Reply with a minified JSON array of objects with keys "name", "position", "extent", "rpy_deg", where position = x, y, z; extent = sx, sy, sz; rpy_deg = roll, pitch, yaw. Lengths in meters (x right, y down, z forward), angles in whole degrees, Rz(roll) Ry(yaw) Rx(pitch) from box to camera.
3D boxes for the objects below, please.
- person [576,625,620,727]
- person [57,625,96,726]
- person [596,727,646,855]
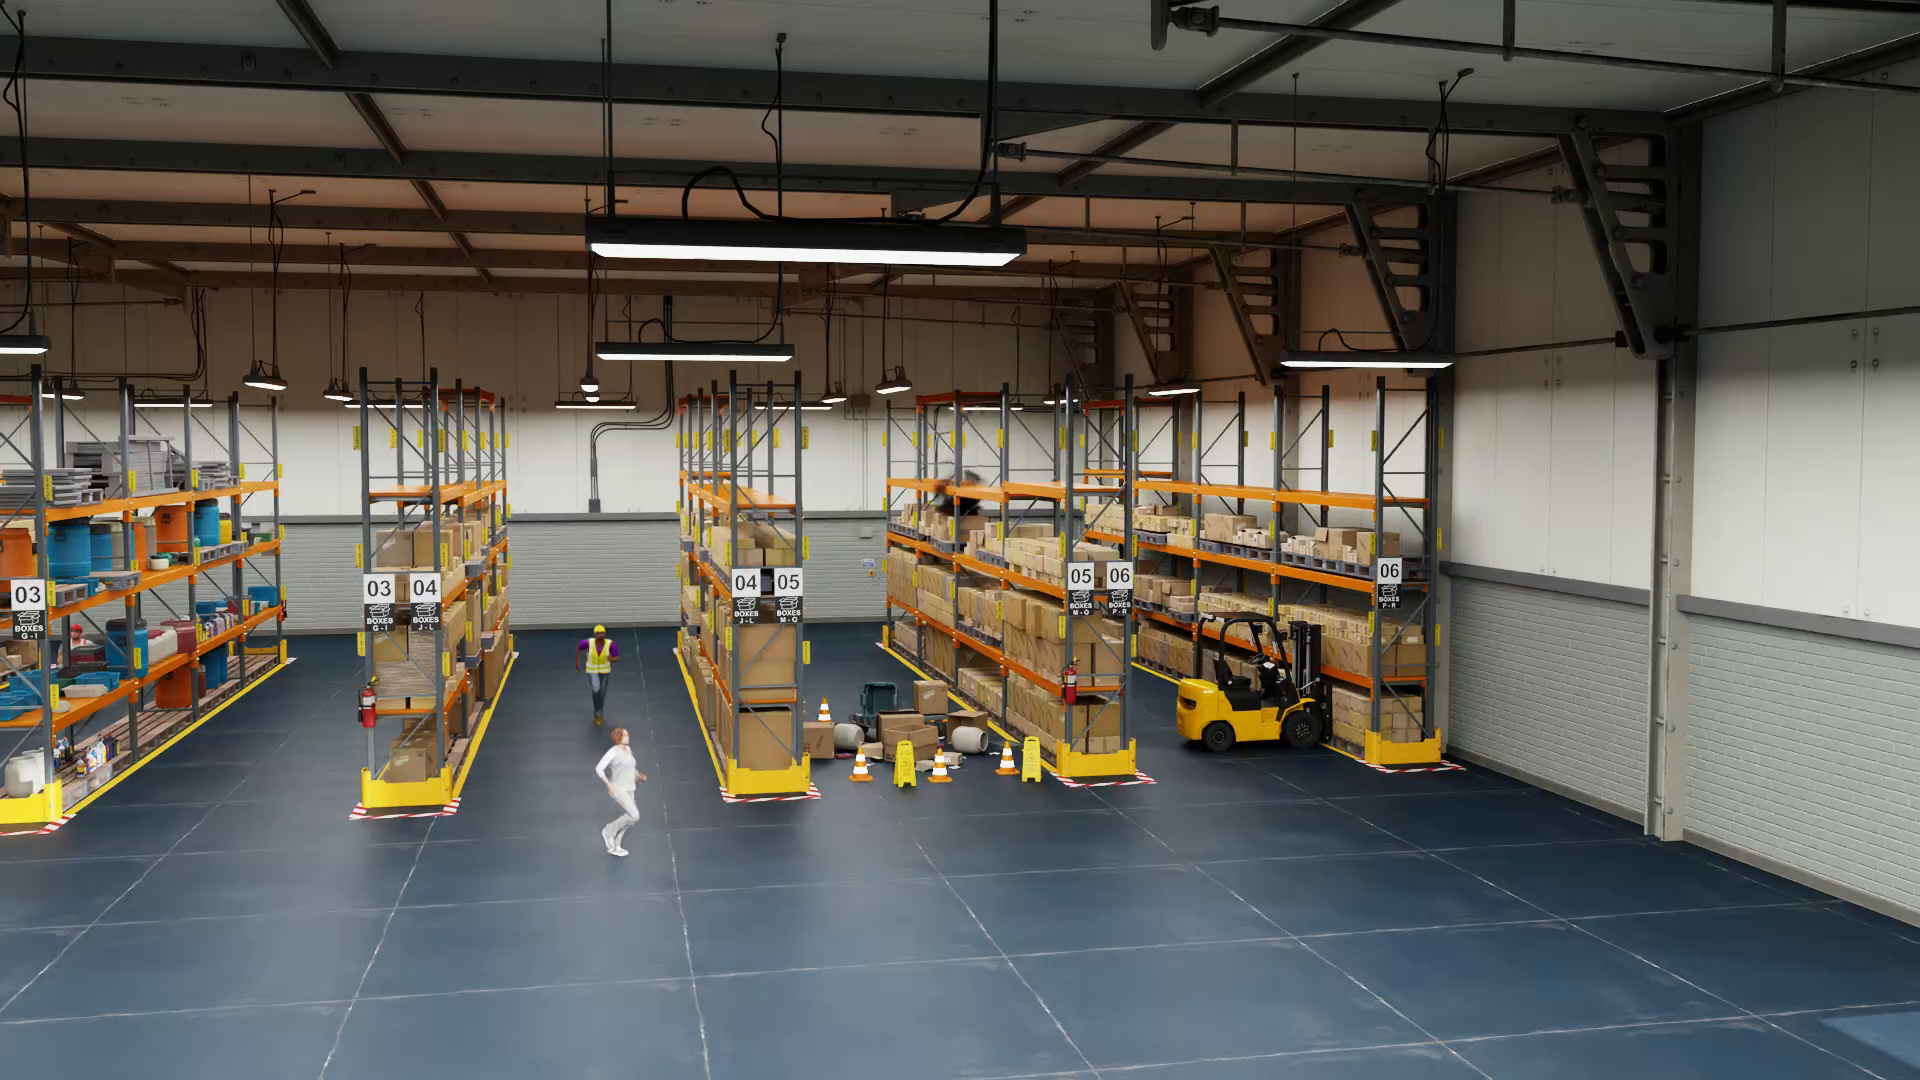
[{"name":"person","position":[-6.396,2.382,29.397],"extent":[0.729,1.790,0.840],"rpy_deg":[-1,4,-19]},{"name":"person","position":[-15.727,2.383,29.613],"extent":[0.634,1.766,1.049],"rpy_deg":[0,3,-7]},{"name":"person","position":[-4.034,3.039,20.007],"extent":[0.540,1.539,0.532],"rpy_deg":[1,4,18]}]
